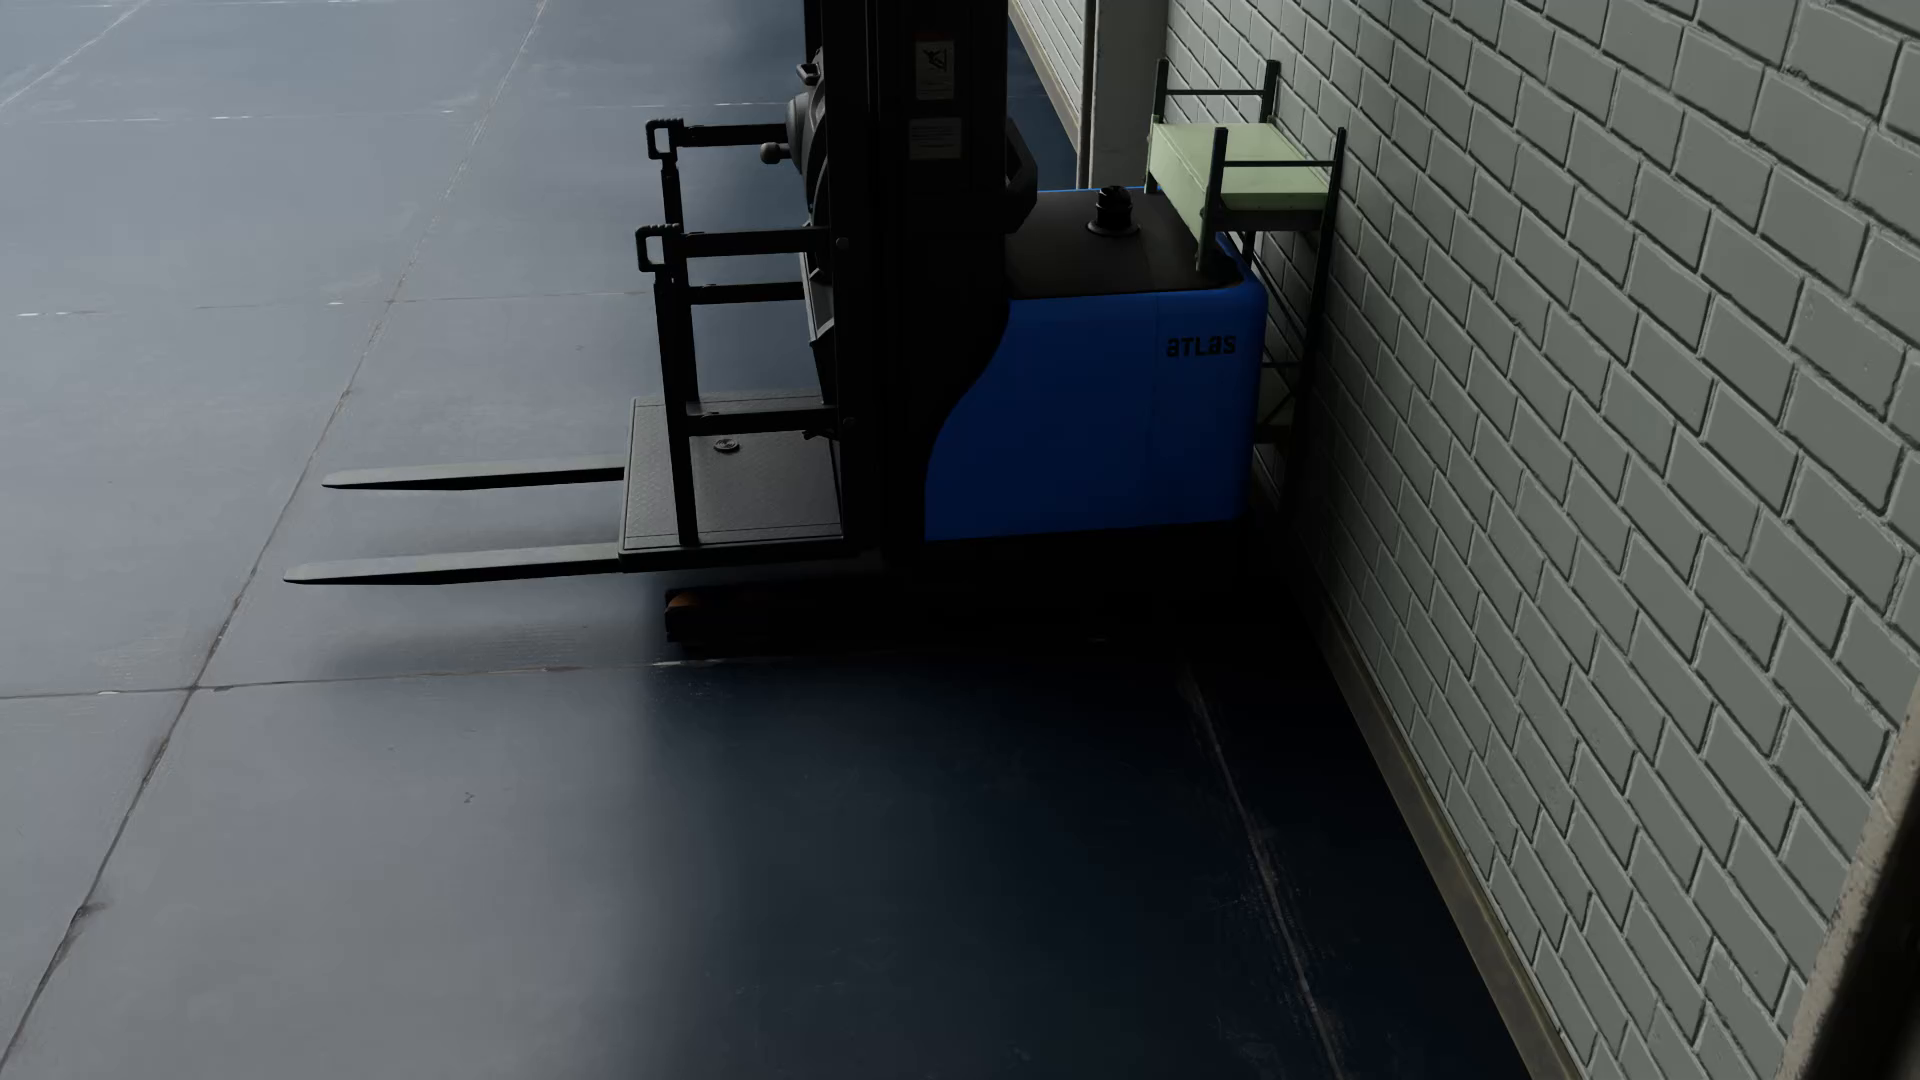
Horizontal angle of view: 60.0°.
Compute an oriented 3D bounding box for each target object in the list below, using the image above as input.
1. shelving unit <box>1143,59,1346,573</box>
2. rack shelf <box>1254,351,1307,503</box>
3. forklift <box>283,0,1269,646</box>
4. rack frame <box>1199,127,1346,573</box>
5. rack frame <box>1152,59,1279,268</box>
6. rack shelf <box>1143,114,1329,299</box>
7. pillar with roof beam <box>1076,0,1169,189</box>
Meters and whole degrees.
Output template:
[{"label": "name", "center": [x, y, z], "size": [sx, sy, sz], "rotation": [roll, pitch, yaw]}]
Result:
[{"label": "shelving unit", "center": [0.855, -0.724, 5.464], "size": [0.431, 1.500, 0.755], "rotation": [-2, 31, -7]}, {"label": "rack shelf", "center": [0.843, -0.445, 5.631], "size": [0.431, 0.370, 0.720], "rotation": [-2, 31, -7]}, {"label": "forklift", "center": [-0.625, -1.216, 4.927], "size": [3.031, 2.935, 1.130], "rotation": [-4, 31, -7]}, {"label": "rack frame", "center": [0.901, -0.537, 5.153], "size": [0.400, 1.500, 0.023], "rotation": [-2, 31, -7]}, {"label": "rack frame", "center": [0.810, -0.912, 5.775], "size": [0.400, 1.500, 0.023], "rotation": [-2, 31, -7]}, {"label": "rack shelf", "center": [0.870, -1.059, 5.264], "size": [0.431, 0.370, 0.720], "rotation": [-2, 31, -7]}, {"label": "pillar with roof beam", "center": [-3.570, -4.902, 5.181], "size": [9.100, 9.000, 0.400], "rotation": [-3, 31, -5]}]
